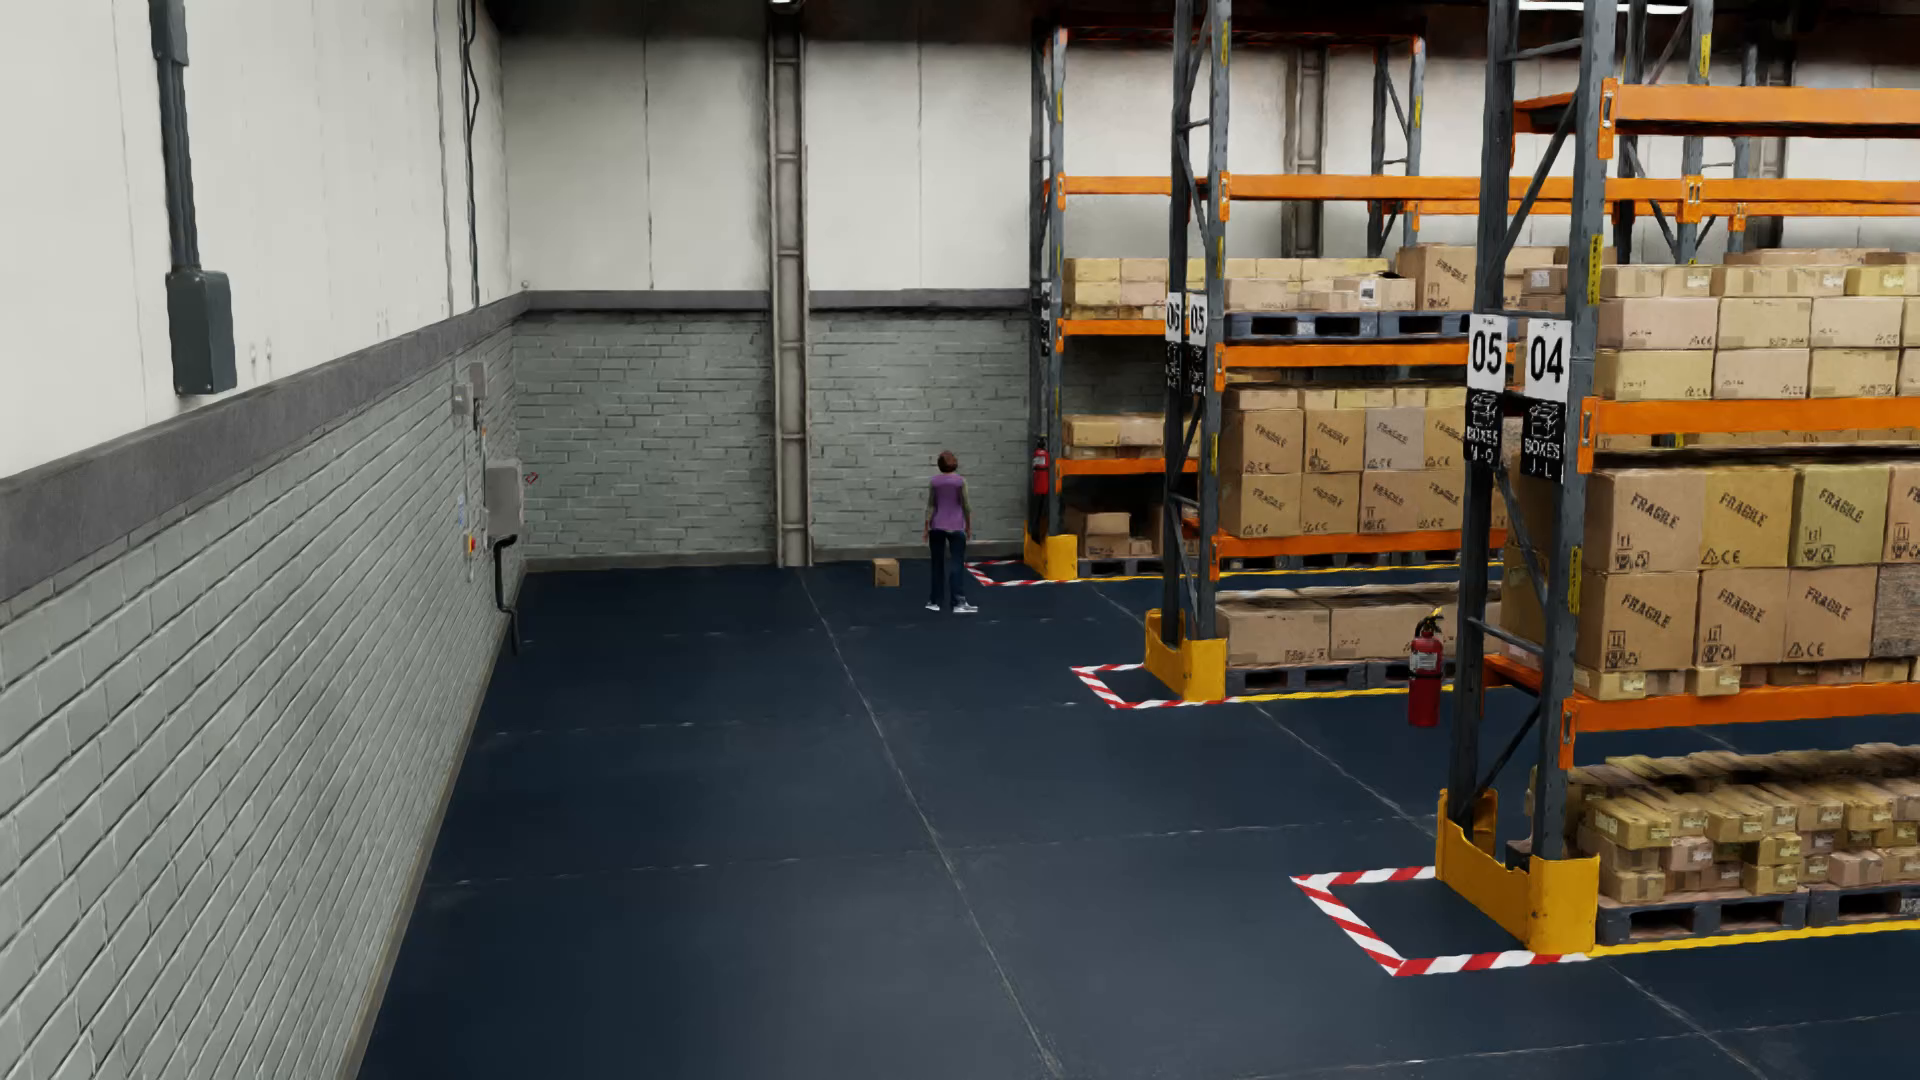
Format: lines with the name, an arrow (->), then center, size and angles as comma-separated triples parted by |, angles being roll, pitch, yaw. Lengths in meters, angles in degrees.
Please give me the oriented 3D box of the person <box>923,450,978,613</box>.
person -> -0.087, -0.079, 16.302 | 0.551, 1.604, 0.370 | 2, 10, 10
